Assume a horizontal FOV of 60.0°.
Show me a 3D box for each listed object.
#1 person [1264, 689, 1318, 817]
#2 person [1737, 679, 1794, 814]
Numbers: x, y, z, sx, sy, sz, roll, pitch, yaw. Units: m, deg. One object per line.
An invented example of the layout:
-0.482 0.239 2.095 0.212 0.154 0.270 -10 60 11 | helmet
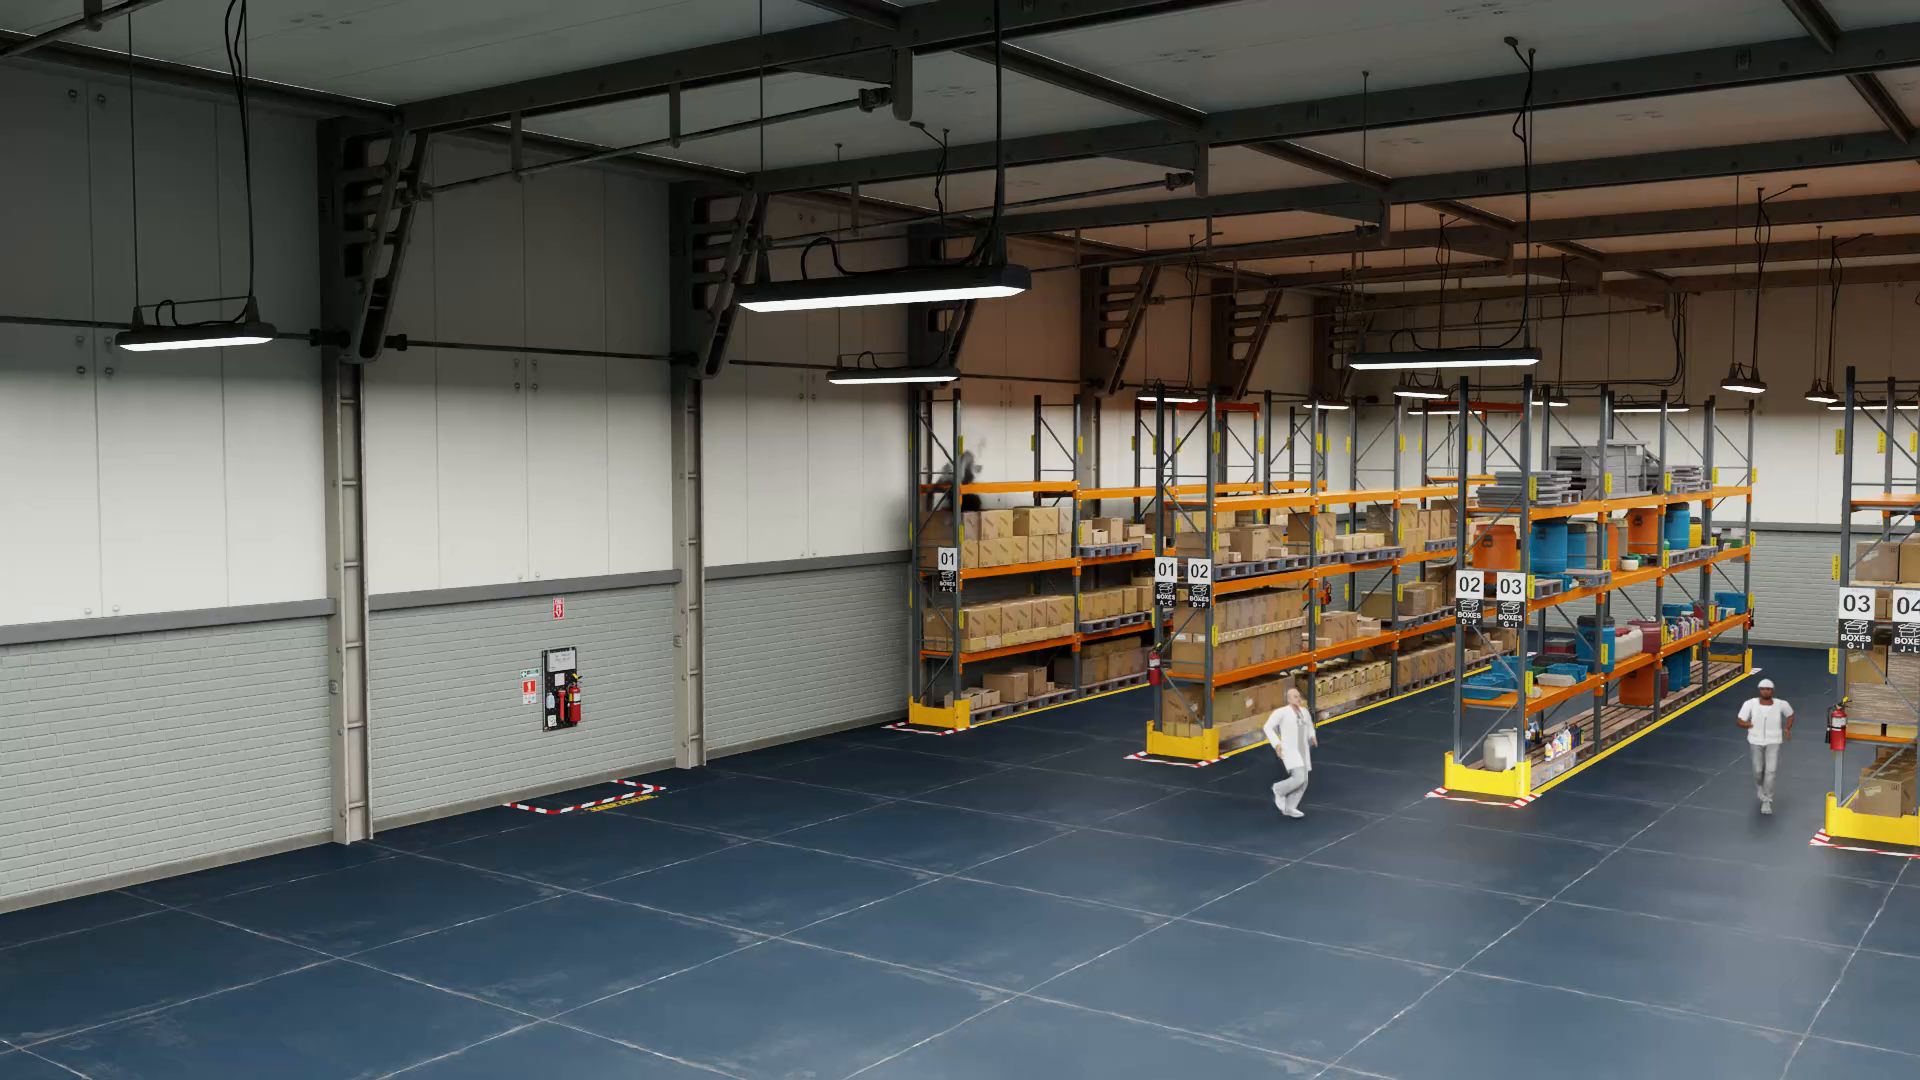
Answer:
4.510 2.865 22.315 0.714 1.731 0.624 -2 4 -29 | person
11.039 2.776 22.821 0.695 1.741 0.962 2 4 30 | person
